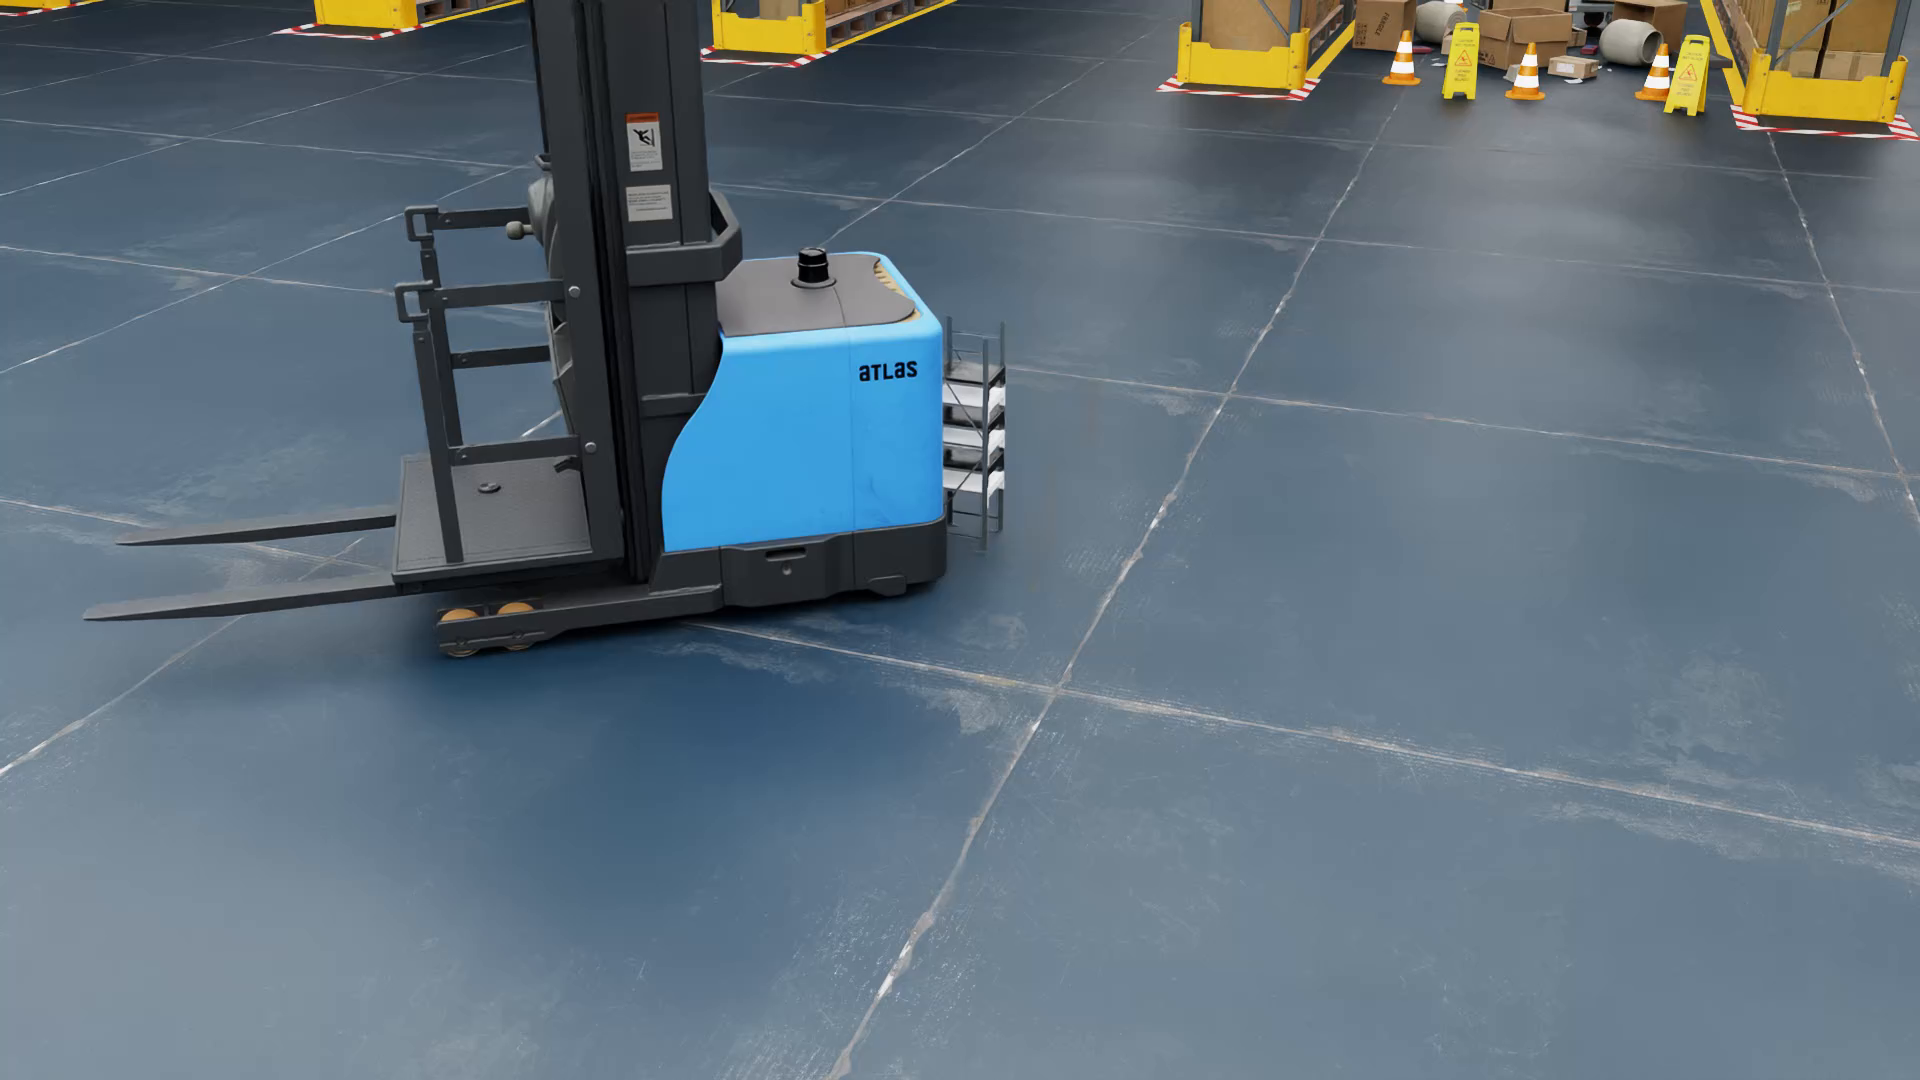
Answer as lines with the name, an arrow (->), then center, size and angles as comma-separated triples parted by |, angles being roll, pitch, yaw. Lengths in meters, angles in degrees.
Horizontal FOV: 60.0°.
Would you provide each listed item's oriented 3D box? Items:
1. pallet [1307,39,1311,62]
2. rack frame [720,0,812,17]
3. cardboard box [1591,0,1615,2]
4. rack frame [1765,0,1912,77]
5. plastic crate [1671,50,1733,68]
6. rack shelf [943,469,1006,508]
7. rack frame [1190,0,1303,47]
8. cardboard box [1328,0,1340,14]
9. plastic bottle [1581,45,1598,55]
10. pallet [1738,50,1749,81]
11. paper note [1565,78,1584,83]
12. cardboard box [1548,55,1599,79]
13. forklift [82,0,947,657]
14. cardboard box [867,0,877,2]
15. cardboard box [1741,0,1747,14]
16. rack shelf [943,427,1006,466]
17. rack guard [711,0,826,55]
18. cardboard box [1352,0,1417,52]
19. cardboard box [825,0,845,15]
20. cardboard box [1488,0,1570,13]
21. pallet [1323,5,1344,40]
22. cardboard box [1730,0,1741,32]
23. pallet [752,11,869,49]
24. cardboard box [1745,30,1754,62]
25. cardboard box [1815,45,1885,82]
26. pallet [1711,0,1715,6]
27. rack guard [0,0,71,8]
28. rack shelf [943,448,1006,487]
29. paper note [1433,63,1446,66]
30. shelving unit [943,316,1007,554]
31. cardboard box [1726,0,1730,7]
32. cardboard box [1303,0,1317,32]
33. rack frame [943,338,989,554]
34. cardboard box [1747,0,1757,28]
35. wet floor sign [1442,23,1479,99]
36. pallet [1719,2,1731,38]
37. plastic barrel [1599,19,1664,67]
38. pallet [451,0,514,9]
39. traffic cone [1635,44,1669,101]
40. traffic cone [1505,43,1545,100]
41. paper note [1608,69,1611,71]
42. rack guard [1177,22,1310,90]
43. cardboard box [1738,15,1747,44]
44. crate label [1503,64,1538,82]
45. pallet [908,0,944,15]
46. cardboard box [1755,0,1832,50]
pallet -> 2.837, -4.744, 16.306 | 1.003, 0.211, 1.213 | 9, 27, 17
rack frame -> -1.999, -6.420, 16.567 | 1.000, 3.000, 0.127 | 9, 27, 17
cardboard box -> 6.989, -6.088, 17.881 | 0.500, 0.500, 0.500 | 9, 27, 17
rack frame -> 7.346, -4.983, 13.599 | 1.000, 3.000, 0.127 | 9, 27, 17
plastic crate -> 7.382, -4.786, 16.543 | 0.402, 0.080, 0.583 | 0, 26, -1
rack shelf -> 0.029, -0.219, 6.660 | 0.258, 0.077, 0.200 | 9, 27, 18
rack frame -> 2.645, -5.659, 14.996 | 1.000, 3.000, 0.127 | 9, 27, 17
cardboard box -> 3.701, -6.287, 18.249 | 0.875, 0.875, 0.875 | 9, 27, 18
plastic bottle -> 6.479, -5.046, 17.101 | 0.133, 0.061, 0.283 | 14, 29, 26
pallet -> 8.083, -4.587, 15.982 | 1.003, 0.211, 1.213 | 9, 27, 17
paper note -> 5.784, -4.323, 15.644 | 0.148, 0.019, 0.142 | 0, 26, -1
cardboard box -> 5.877, -4.531, 15.937 | 0.250, 0.149, 0.380 | -20, 33, -36
forklift -> -1.624, -1.160, 5.782 | 3.031, 2.935, 1.130 | -7, 27, -13
cardboard box -> -1.155, -6.466, 19.049 | 0.500, 0.500, 0.500 | 6, 27, 13
cardboard box -> 8.059, -5.490, 16.460 | 0.500, 0.500, 0.500 | 10, 28, 20
rack shelf -> 0.029, -0.381, 6.581 | 0.258, 0.077, 0.200 | 9, 27, 18
rack guard -> -1.974, -5.326, 17.176 | 1.175, 0.500, 0.348 | 9, 27, 17
cardboard box -> 4.427, -5.392, 17.310 | 0.500, 0.500, 0.500 | 14, 29, 26
cardboard box -> -1.609, -5.989, 18.063 | 0.500, 0.500, 0.500 | 17, 30, 31
cardboard box -> 5.847, -5.395, 17.159 | 0.797, 0.637, 0.503 | 9, 27, 17
pallet -> 3.649, -5.747, 18.377 | 1.003, 0.211, 1.213 | 9, 27, 17
cardboard box -> 8.226, -5.375, 17.082 | 0.500, 0.250, 0.500 | 7, 27, 15
pallet -> -1.670, -5.525, 17.918 | 1.003, 0.211, 1.213 | 9, 27, 17
cardboard box -> 7.541, -4.517, 15.311 | 0.500, 0.250, 0.500 | 9, 27, 18
cardboard box -> 7.876, -4.226, 14.708 | 0.500, 0.250, 0.500 | 9, 27, 17
pallet -> 9.747, -6.694, 20.334 | 1.003, 0.211, 1.213 | 9, 27, 17
rack guard -> -11.347, -6.723, 20.062 | 1.175, 0.500, 0.348 | 9, 27, 17
rack shelf -> 0.029, -0.300, 6.621 | 0.258, 0.077, 0.200 | 9, 27, 18
paper note -> 4.754, -4.703, 16.430 | 0.144, 0.017, 0.142 | 20, 32, 35
shelving unit -> 0.029, -0.411, 6.567 | 0.258, 0.900, 0.210 | 9, 27, 18
cardboard box -> 9.086, -6.145, 18.532 | 0.950, 0.372, 0.625 | 11, 28, 21
cardboard box -> 3.099, -5.542, 16.710 | 0.875, 0.875, 0.875 | 8, 27, 17
rack frame -> -0.005, -0.370, 6.481 | 0.240, 0.900, 0.006 | 9, 27, 18
cardboard box -> 7.712, -5.060, 15.572 | 0.500, 0.500, 0.500 | 8, 27, 16
wet floor sign -> 4.502, -4.300, 14.891 | 0.267, 0.644, 0.232 | 4, 26, 8
pallet -> 8.935, -5.692, 18.263 | 1.003, 0.211, 1.213 | 9, 27, 17
plastic barrel -> 6.606, -4.891, 16.367 | 0.421, 0.421, 0.512 | -14, 29, -27
pallet -> -6.006, -6.754, 20.457 | 1.003, 0.211, 1.213 | 9, 27, 17
traffic cone -> 6.273, -4.205, 14.903 | 0.336, 0.463, 0.334 | 9, 27, 17
traffic cone -> 5.113, -4.226, 14.947 | 0.336, 0.463, 0.334 | 9, 27, 17
paper note -> 6.328, -4.579, 16.197 | 0.032, 0.001, 0.123 | 9, 27, 17
rack guard -> 2.637, -4.524, 15.520 | 1.175, 0.500, 0.348 | 9, 27, 17
cardboard box -> 7.885, -4.935, 16.174 | 0.500, 0.250, 0.500 | 8, 27, 17
crate label -> 5.316, -4.411, 15.704 | 0.250, 0.136, 0.298 | -5, 26, -9
pallet -> -0.858, -6.527, 19.989 | 1.003, 0.211, 1.213 | 9, 27, 17
cardboard box -> 7.367, -4.639, 14.701 | 0.500, 0.500, 0.500 | 9, 27, 18
